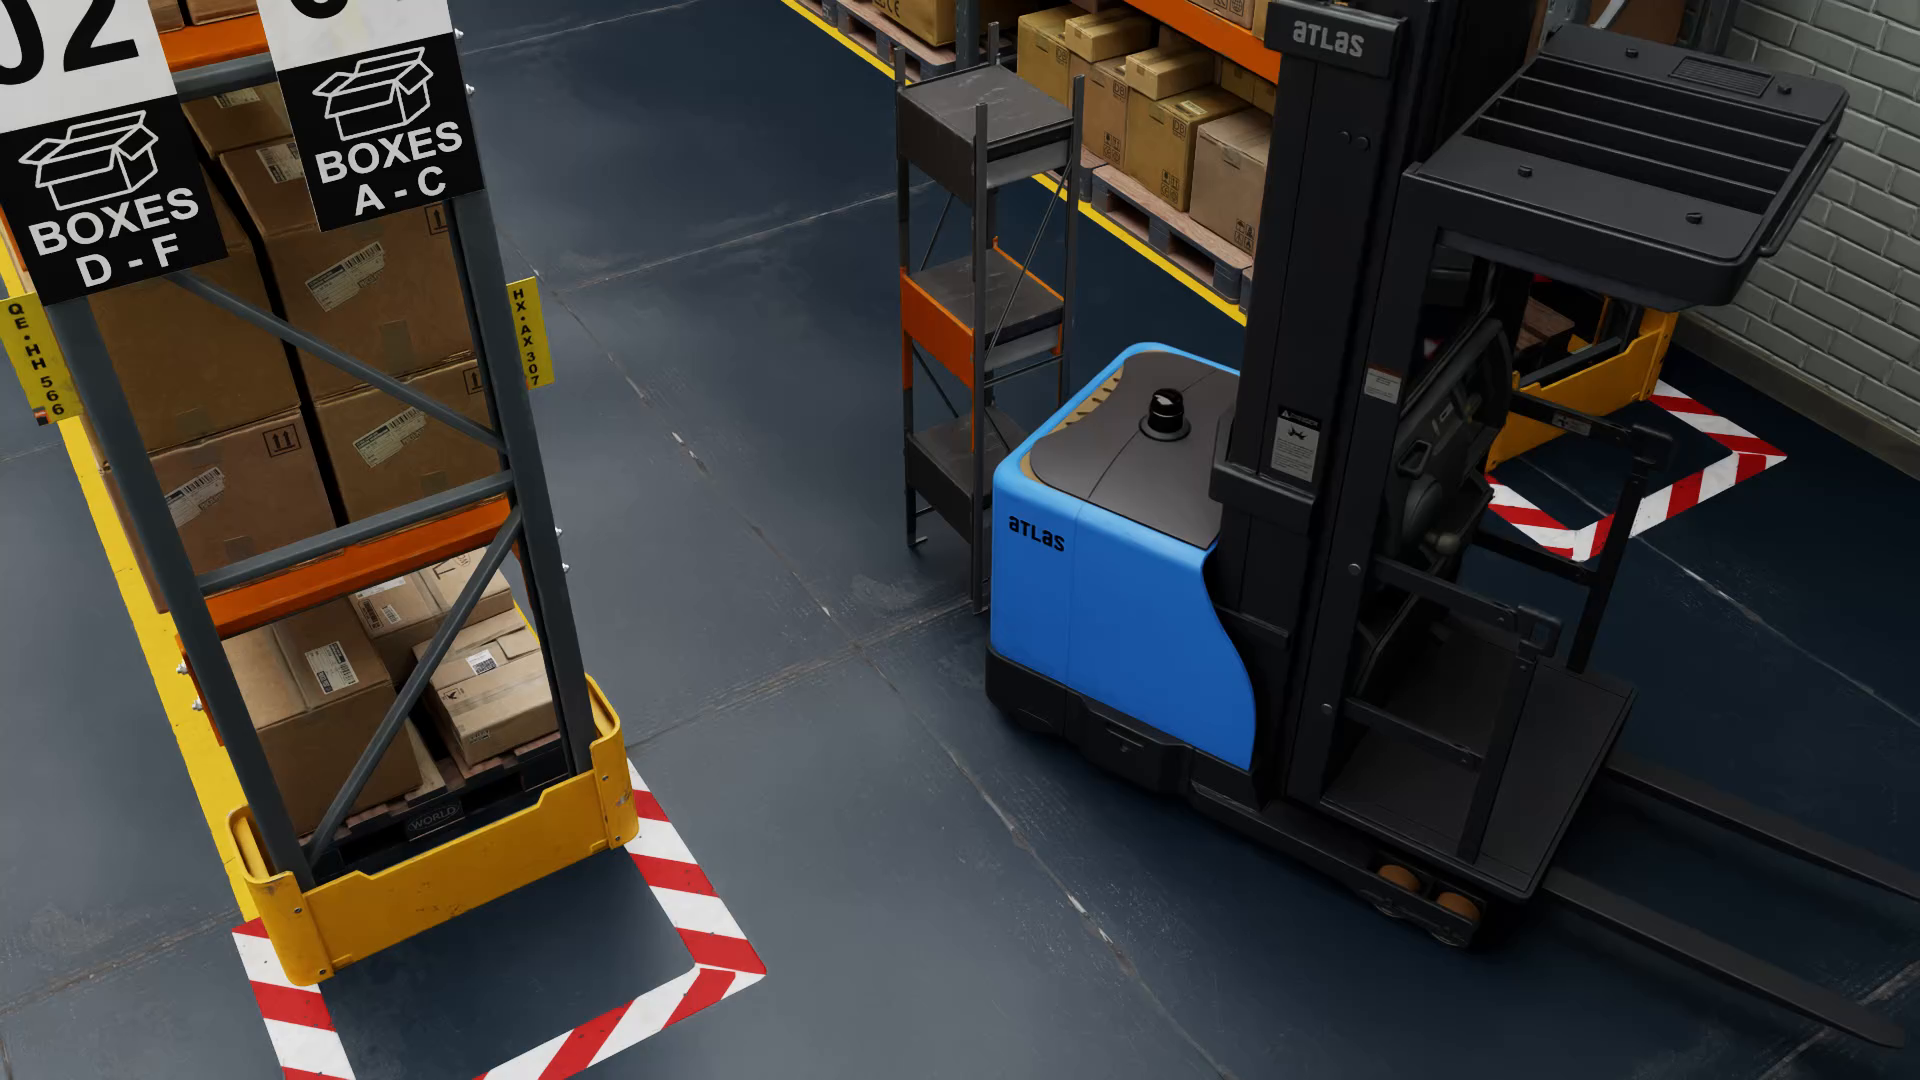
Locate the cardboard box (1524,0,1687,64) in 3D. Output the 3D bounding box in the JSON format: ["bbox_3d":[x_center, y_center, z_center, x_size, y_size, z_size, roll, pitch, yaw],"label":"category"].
[{"bbox_3d":[2.296,-2.112,6.707,0.980,0.700,0.700,-20,44,-23],"label":"cardboard box"}]

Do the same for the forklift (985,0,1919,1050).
[{"bbox_3d":[1.594,-0.245,4.754,3.031,2.935,1.130,24,45,26],"label":"forklift"}]

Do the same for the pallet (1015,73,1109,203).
[{"bbox_3d":[0.770,-2.375,9.436,1.003,0.211,1.213,-22,45,-24],"label":"pallet"}]

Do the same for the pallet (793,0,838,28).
[{"bbox_3d":[-0.711,-3.862,11.220,1.003,0.211,1.213,-22,45,-24],"label":"pallet"}]

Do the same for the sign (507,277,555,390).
[{"bbox_3d":[-1.139,-0.537,4.375,0.100,0.325,0.005,-22,45,-24],"label":"sign"}]

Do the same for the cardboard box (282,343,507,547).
[{"bbox_3d":[-1.613,-0.387,4.793,0.500,0.500,0.500,-21,44,-24],"label":"cardboard box"}]

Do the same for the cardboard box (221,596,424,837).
[{"bbox_3d":[-2.096,0.565,5.338,0.500,0.500,0.500,-22,45,-24],"label":"cardboard box"}]

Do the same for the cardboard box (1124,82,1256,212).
[{"bbox_3d":[1.285,-2.096,8.547,0.700,0.500,0.500,-21,44,-23],"label":"cardboard box"}]

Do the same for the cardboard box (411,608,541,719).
[{"bbox_3d":[-1.666,0.422,5.770,0.380,0.166,0.250,-22,45,-24],"label":"cardboard box"}]

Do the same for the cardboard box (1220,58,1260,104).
[{"bbox_3d":[1.535,-2.340,8.333,0.380,0.149,0.250,-23,45,-25],"label":"cardboard box"}]

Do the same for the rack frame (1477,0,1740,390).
[{"bbox_3d":[2.578,-1.725,6.477,1.000,3.000,0.127,-22,45,-24],"label":"rack frame"}]

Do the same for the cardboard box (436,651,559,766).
[{"bbox_3d":[-1.532,0.564,5.613,0.380,0.149,0.250,-22,45,-24],"label":"cardboard box"}]

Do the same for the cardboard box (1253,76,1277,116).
[{"bbox_3d":[1.670,-2.204,8.169,0.380,0.149,0.250,-22,44,-24],"label":"cardboard box"}]

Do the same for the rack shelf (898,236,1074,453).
[{"bbox_3d":[0.089,-0.707,5.979,0.431,0.518,0.480,-22,45,-24],"label":"rack shelf"}]

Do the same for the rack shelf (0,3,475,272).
[{"bbox_3d":[-2.672,-1.973,4.994,1.077,0.370,4.000,-22,45,-24],"label":"rack shelf"}]

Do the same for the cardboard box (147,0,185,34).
[{"bbox_3d":[-2.095,-1.299,3.740,0.500,0.250,0.500,-22,45,-24],"label":"cardboard box"}]

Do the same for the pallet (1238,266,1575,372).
[{"bbox_3d":[2.082,-1.058,7.855,1.003,0.211,1.213,-22,45,-24],"label":"pallet"}]

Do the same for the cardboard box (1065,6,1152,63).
[{"bbox_3d":[0.774,-2.648,8.702,0.380,0.149,0.250,-21,44,-23],"label":"cardboard box"}]

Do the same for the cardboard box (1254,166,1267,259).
[{"bbox_3d":[1.849,-1.539,7.879,0.700,0.500,0.500,-22,45,-25],"label":"cardboard box"}]

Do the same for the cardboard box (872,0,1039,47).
[{"bbox_3d":[-0.032,-3.526,9.989,0.750,0.750,0.750,-22,44,-24],"label":"cardboard box"}]

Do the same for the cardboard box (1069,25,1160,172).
[{"bbox_3d":[1.011,-2.374,8.880,0.700,0.500,0.500,-23,45,-25],"label":"cardboard box"}]

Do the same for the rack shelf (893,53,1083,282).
[{"bbox_3d":[0.089,-1.245,5.531,0.431,0.518,0.480,-22,45,-24],"label":"rack shelf"}]

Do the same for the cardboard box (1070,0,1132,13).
[{"bbox_3d":[0.833,-3.042,9.175,0.380,0.149,0.250,-22,45,-25],"label":"cardboard box"}]

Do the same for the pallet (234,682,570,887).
[{"bbox_3d":[-2.067,0.583,5.886,1.003,0.211,1.213,-22,45,-24],"label":"pallet"}]

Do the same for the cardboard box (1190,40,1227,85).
[{"bbox_3d":[1.395,-2.480,8.500,0.380,0.149,0.250,-22,44,-24],"label":"cardboard box"}]

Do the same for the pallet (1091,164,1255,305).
[{"bbox_3d":[1.431,-1.716,8.645,1.003,0.211,1.213,-22,45,-24],"label":"pallet"}]

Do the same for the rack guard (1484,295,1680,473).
[{"bbox_3d":[2.591,-0.752,7.262,1.175,0.500,0.348,-22,45,-24],"label":"rack guard"}]

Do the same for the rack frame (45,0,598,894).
[{"bbox_3d":[-1.596,-0.018,4.428,1.000,3.000,0.127,-22,45,-24],"label":"rack frame"}]

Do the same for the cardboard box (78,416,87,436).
[{"bbox_3d":[-2.348,-0.483,4.909,0.500,0.500,0.500,-22,45,-24],"label":"cardboard box"}]

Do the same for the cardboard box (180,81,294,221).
[{"bbox_3d":[-1.900,-1.050,4.808,0.500,0.500,0.500,-22,44,-24],"label":"cardboard box"}]

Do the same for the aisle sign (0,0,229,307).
[{"bbox_3d":[-1.818,-0.874,3.425,0.394,0.787,0.004,-22,45,-24],"label":"aisle sign"}]

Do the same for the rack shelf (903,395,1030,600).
[{"bbox_3d":[0.089,-0.169,6.427,0.431,0.518,0.480,-22,45,-24],"label":"rack shelf"}]

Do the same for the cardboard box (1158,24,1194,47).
[{"bbox_3d":[1.260,-2.616,8.664,0.380,0.149,0.250,-24,45,-26],"label":"cardboard box"}]

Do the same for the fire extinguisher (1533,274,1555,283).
[{"bbox_3d":[2.270,-1.312,6.333,0.296,0.674,0.183,-22,45,-24],"label":"fire extinguisher"}]

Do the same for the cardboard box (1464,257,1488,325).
[{"bbox_3d":[2.118,-1.269,7.555,0.700,0.500,0.500,-22,45,-24],"label":"cardboard box"}]

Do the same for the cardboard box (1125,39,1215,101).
[{"bbox_3d":[1.054,-2.366,8.364,0.380,0.149,0.250,-23,45,-26],"label":"cardboard box"}]

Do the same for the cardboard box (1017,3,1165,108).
[{"bbox_3d":[0.743,-2.646,9.207,0.700,0.500,0.500,-22,44,-24],"label":"cardboard box"}]

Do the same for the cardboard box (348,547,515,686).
[{"bbox_3d":[-1.918,0.208,5.961,0.500,0.250,0.500,-22,45,-24],"label":"cardboard box"}]

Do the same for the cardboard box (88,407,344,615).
[{"bbox_3d":[-2.067,-0.204,4.574,0.500,0.500,0.500,-21,44,-23],"label":"cardboard box"}]

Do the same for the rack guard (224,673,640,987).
[{"bbox_3d":[-1.637,0.901,5.278,1.175,0.500,0.348,-22,45,-24],"label":"rack guard"}]

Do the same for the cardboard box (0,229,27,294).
[{"bbox_3d":[-2.340,-0.858,4.578,0.500,0.500,0.500,-21,44,-23],"label":"cardboard box"}]

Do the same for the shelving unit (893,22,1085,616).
[{"bbox_3d":[0.089,-0.717,5.971,0.431,2.100,0.503,-22,45,-24],"label":"shelving unit"}]

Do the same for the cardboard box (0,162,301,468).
[{"bbox_3d":[-2.067,-0.586,4.251,0.500,0.500,0.500,-23,45,-25],"label":"cardboard box"}]

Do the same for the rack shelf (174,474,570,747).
[{"bbox_3d":[-2.672,-0.821,5.954,1.077,0.370,4.000,-22,45,-24],"label":"rack shelf"}]

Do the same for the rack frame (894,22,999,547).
[{"bbox_3d":[-0.042,-0.849,6.129,0.400,2.100,0.015,-22,45,-24],"label":"rack frame"}]

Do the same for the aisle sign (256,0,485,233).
[{"bbox_3d":[-1.312,-1.081,3.673,0.394,0.787,0.004,-22,45,-24],"label":"aisle sign"}]

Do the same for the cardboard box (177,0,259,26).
[{"bbox_3d":[-1.658,-1.477,3.954,0.500,0.250,0.500,-22,45,-24],"label":"cardboard box"}]

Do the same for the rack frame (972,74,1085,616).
[{"bbox_3d":[0.220,-0.586,5.813,0.400,2.100,0.015,-22,45,-24],"label":"rack frame"}]

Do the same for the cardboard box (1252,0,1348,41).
[{"bbox_3d":[1.895,-2.501,7.174,0.980,0.700,0.700,-23,45,-25],"label":"cardboard box"}]

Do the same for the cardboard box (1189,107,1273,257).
[{"bbox_3d":[1.578,-1.811,8.204,0.700,0.500,0.500,-24,45,-26],"label":"cardboard box"}]

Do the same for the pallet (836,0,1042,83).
[{"bbox_3d":[-0.051,-3.203,10.429,1.003,0.211,1.213,-22,45,-24],"label":"pallet"}]

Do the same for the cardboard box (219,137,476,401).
[{"bbox_3d":[-1.613,-0.771,4.473,0.500,0.500,0.500,-21,44,-23],"label":"cardboard box"}]

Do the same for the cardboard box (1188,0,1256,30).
[{"bbox_3d":[1.493,-2.916,7.671,0.980,0.700,0.700,-24,46,-26],"label":"cardboard box"}]

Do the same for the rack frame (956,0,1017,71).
[{"bbox_3d":[0.428,-3.884,9.068,1.000,3.000,0.127,-22,45,-24],"label":"rack frame"}]

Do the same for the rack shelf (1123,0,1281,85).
[{"bbox_3d":[1.503,-2.528,8.003,1.077,0.370,4.000,-22,45,-24],"label":"rack shelf"}]

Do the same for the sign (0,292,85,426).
[{"bbox_3d":[-2.075,-0.404,3.740,0.100,0.325,0.005,-22,45,-24],"label":"sign"}]
